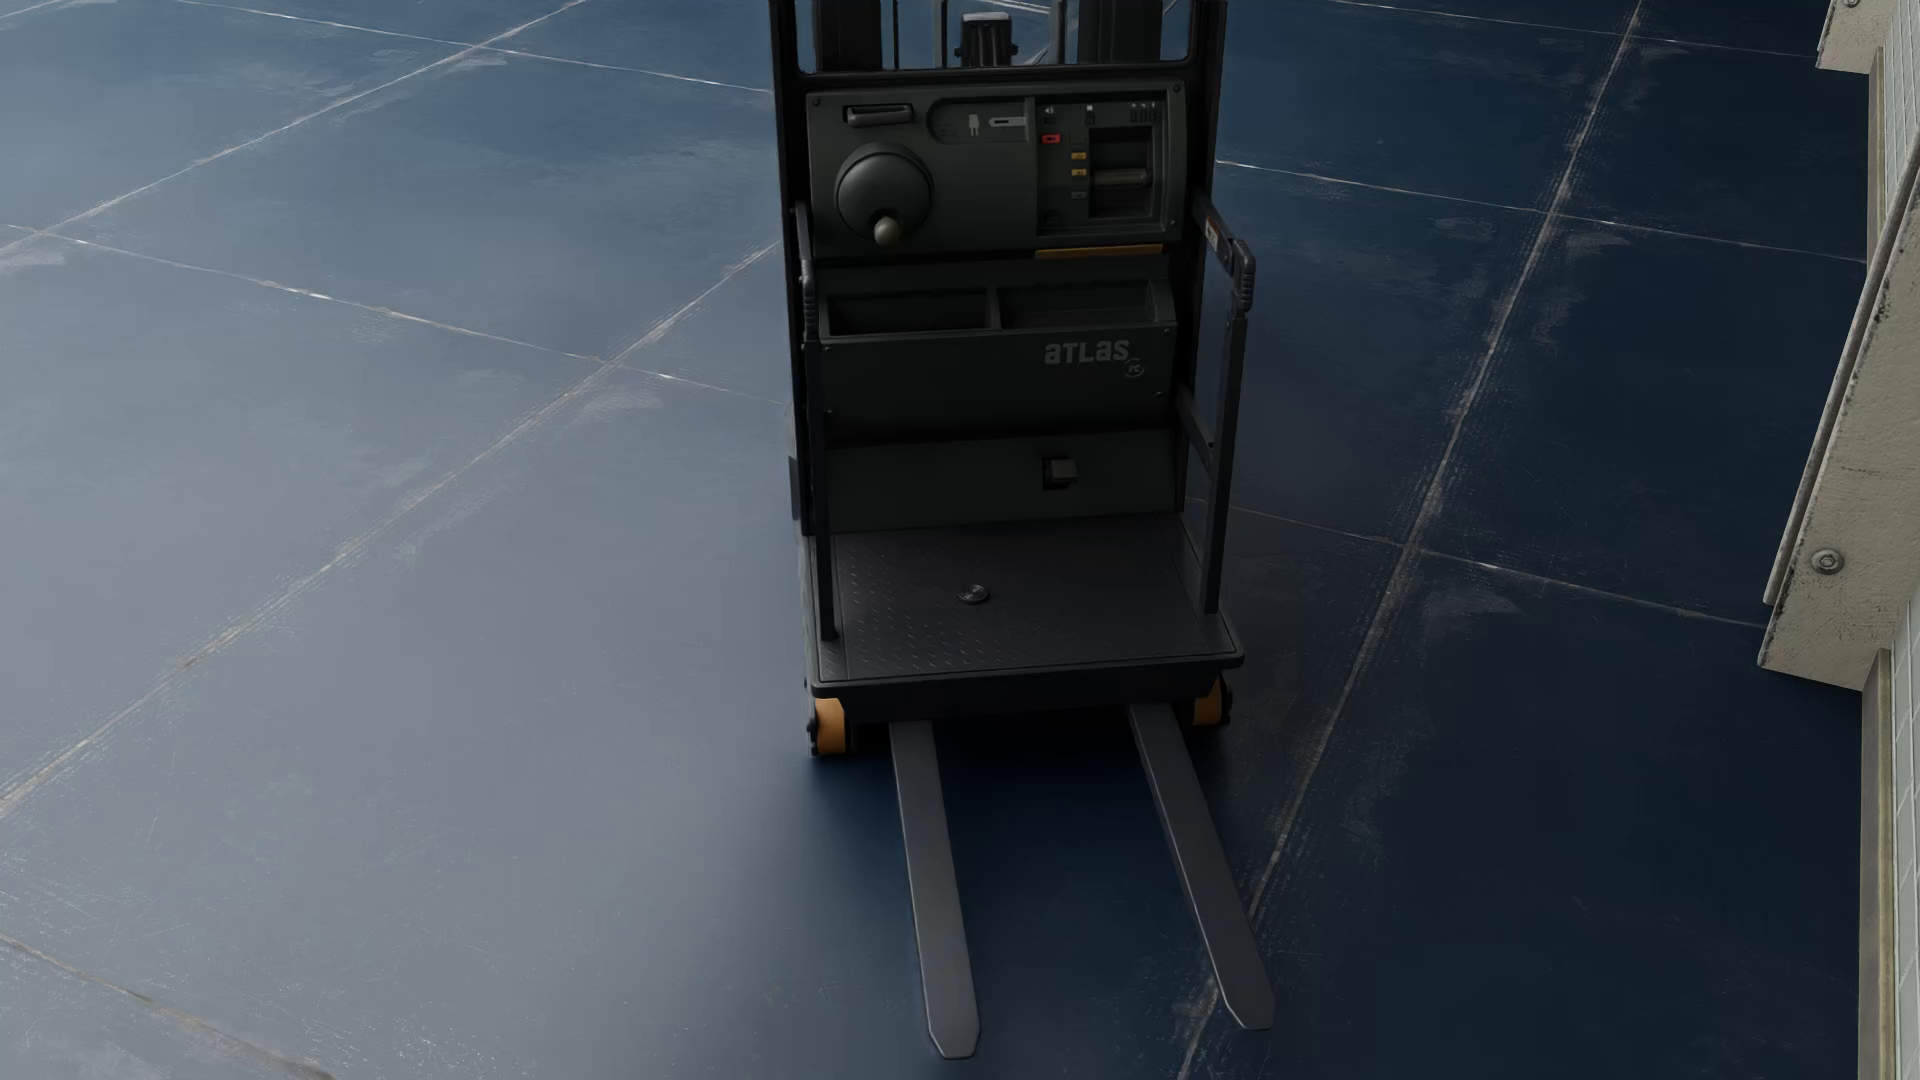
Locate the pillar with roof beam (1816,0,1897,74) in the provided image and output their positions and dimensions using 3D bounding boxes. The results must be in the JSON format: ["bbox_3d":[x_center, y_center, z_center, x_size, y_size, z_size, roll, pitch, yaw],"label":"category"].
[{"bbox_3d":[1.079,-7.445,8.398,9.100,9.000,0.400,14,36,20],"label":"pillar with roof beam"}]

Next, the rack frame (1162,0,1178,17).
[{"bbox_3d":[0.696,-1.655,6.407,0.500,1.500,0.032,21,39,28],"label":"rack frame"}]

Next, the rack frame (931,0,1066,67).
[{"bbox_3d":[0.118,-1.196,5.707,0.500,1.500,0.032,21,39,28],"label":"rack frame"}]

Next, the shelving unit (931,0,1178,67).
[{"bbox_3d":[0.407,-1.426,6.057,0.538,1.500,1.048,21,39,28],"label":"shelving unit"}]

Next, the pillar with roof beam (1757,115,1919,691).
[{"bbox_3d":[-1.431,-4.457,3.841,9.100,9.000,0.400,14,36,20],"label":"pillar with roof beam"}]

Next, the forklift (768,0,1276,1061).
[{"bbox_3d":[0.122,-0.860,3.889,1.130,2.935,3.031,-4,33,-6],"label":"forklift"}]
